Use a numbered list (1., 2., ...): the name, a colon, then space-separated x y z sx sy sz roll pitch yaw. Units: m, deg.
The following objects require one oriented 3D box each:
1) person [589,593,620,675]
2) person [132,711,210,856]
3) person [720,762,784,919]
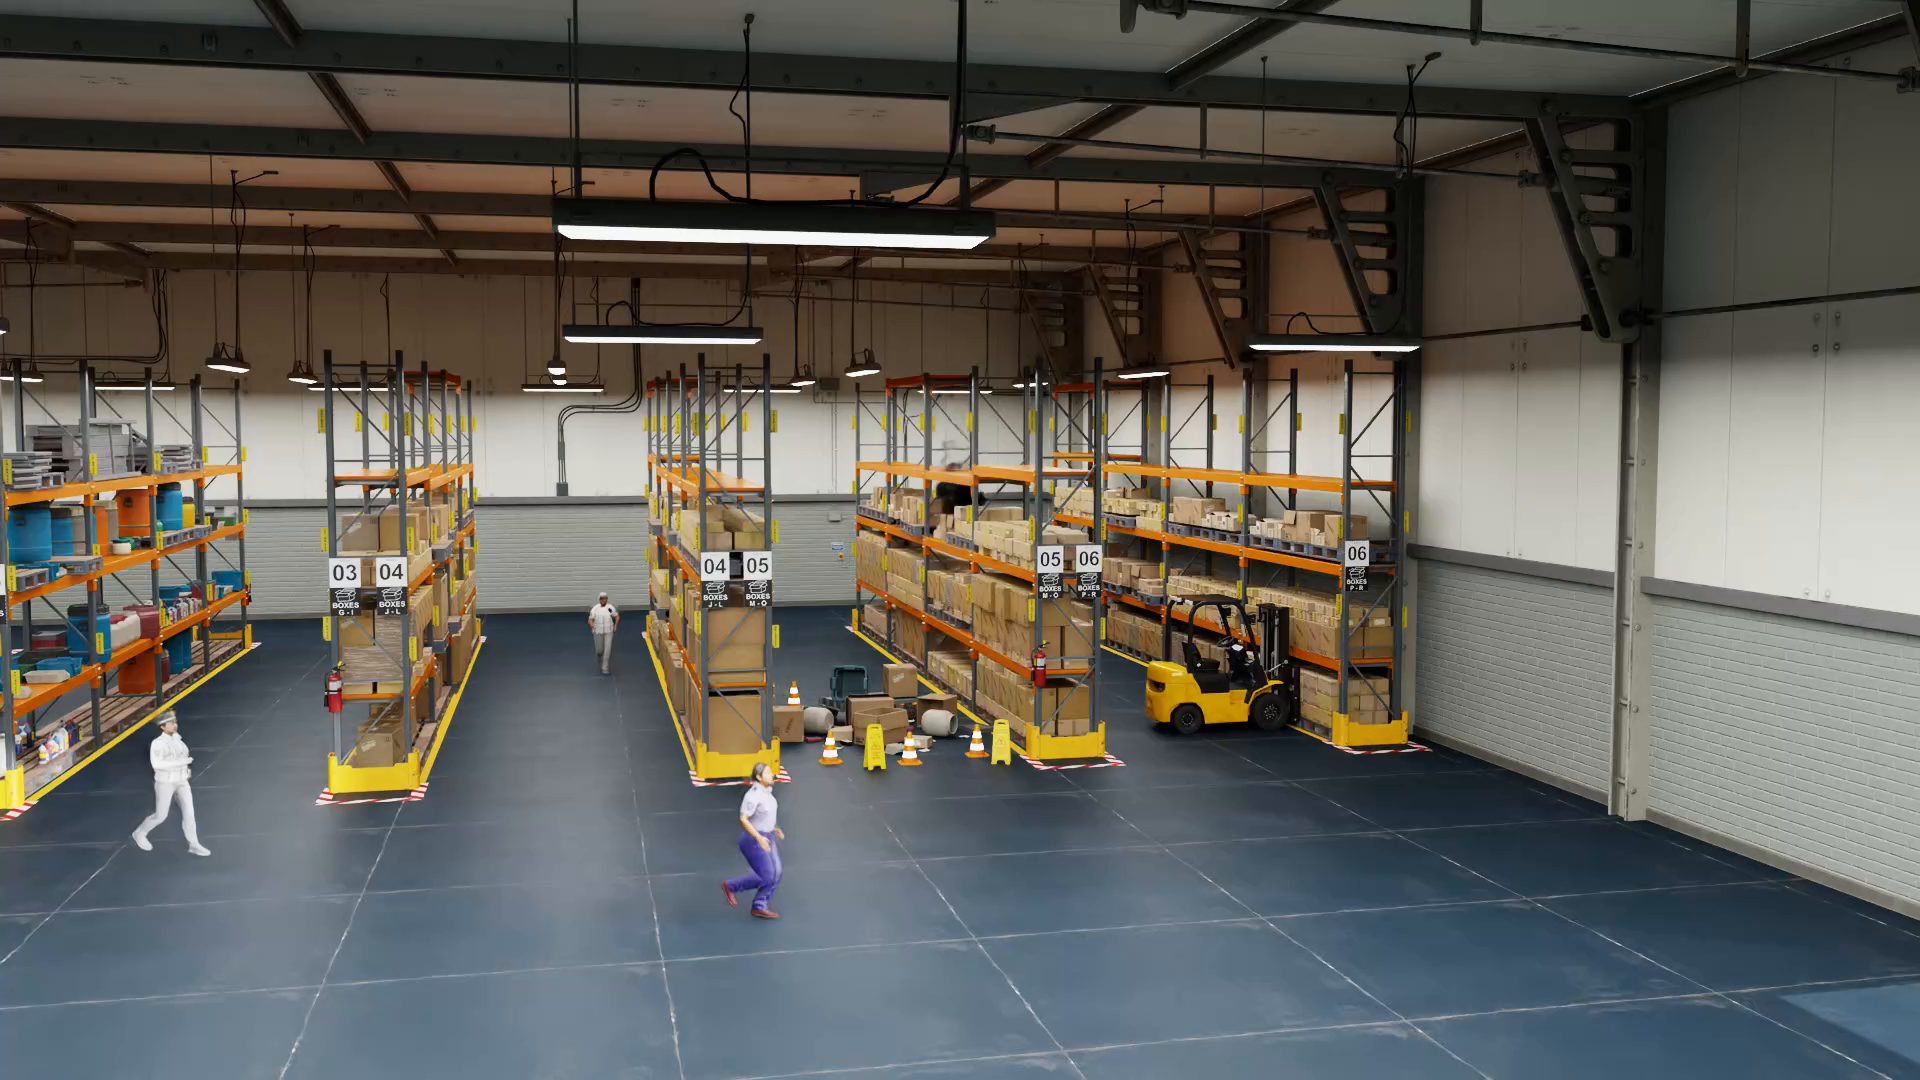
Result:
1. person: -7.166 1.868 33.525 0.622 1.625 0.764 -1 4 -14
2. person: -9.118 2.802 19.210 0.939 1.673 0.611 1 4 15
3. person: -2.107 3.044 16.867 0.585 1.603 0.593 1 4 11
